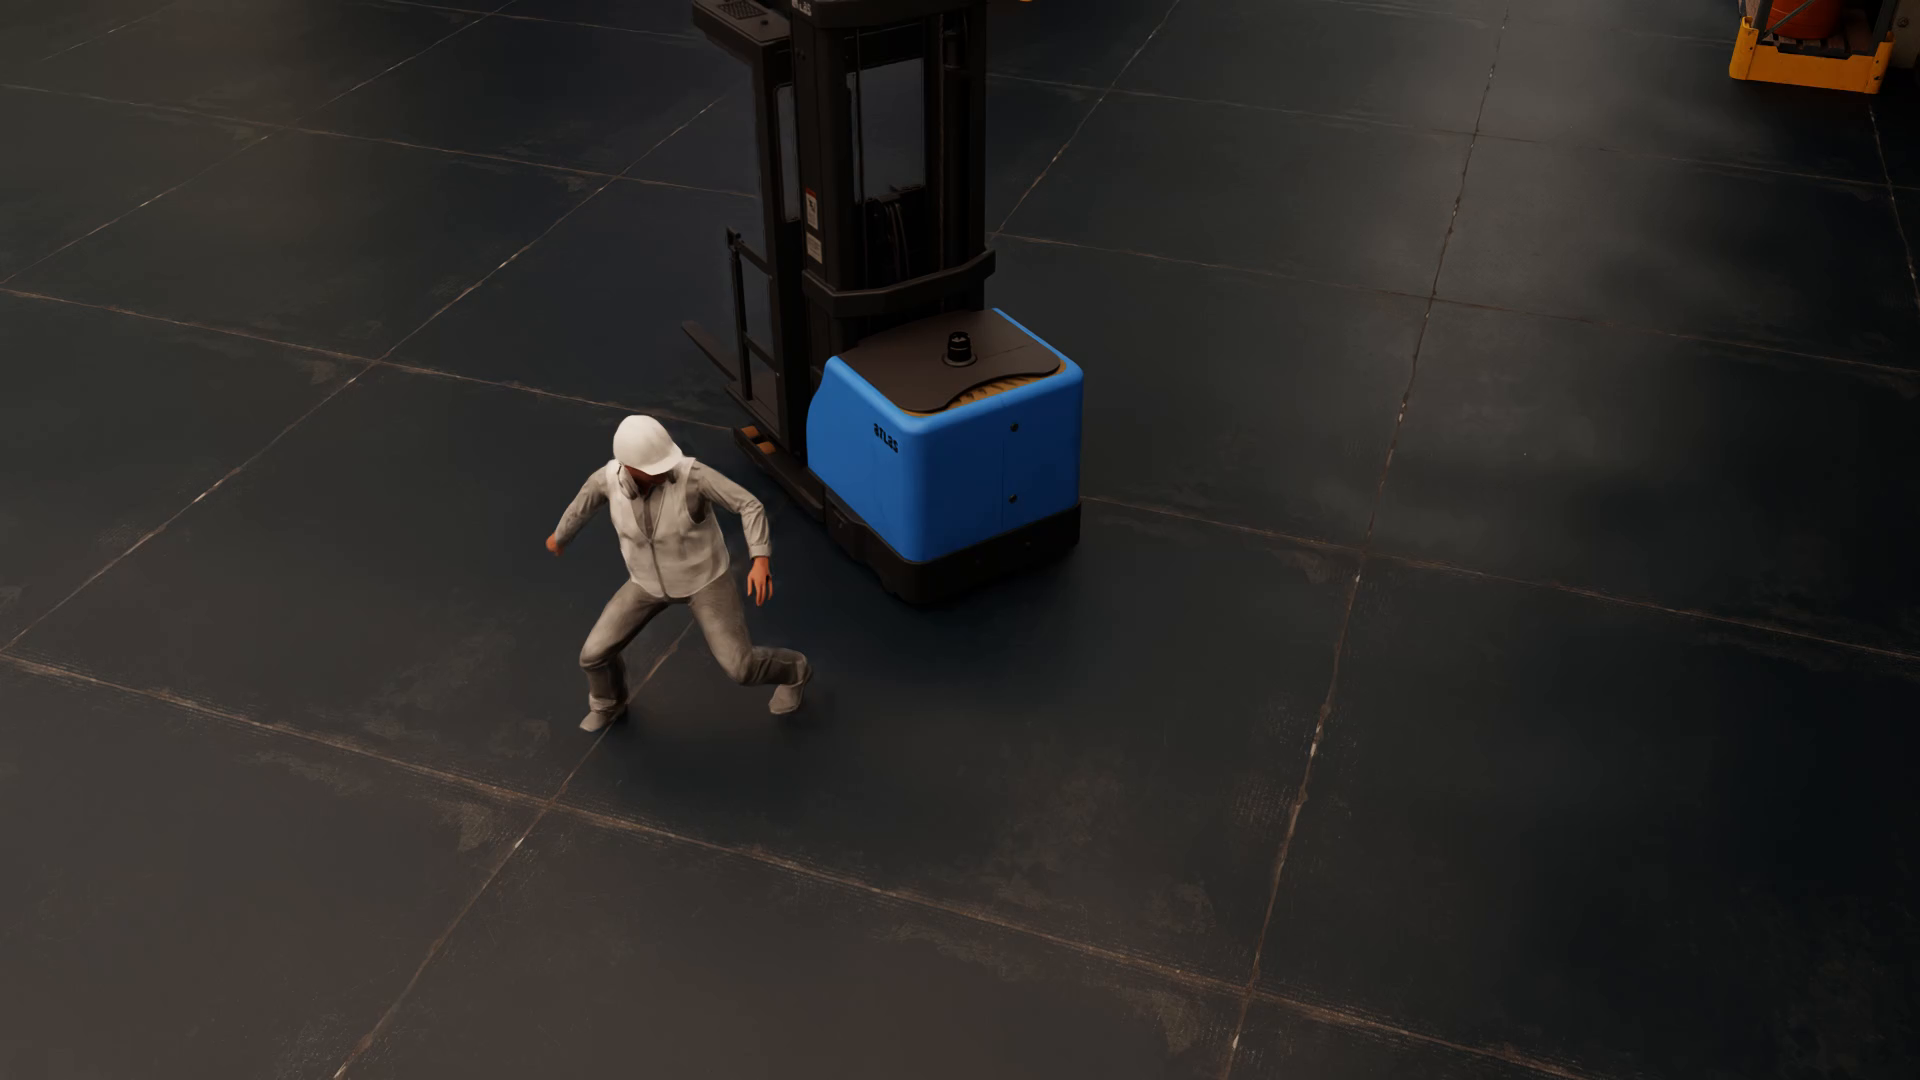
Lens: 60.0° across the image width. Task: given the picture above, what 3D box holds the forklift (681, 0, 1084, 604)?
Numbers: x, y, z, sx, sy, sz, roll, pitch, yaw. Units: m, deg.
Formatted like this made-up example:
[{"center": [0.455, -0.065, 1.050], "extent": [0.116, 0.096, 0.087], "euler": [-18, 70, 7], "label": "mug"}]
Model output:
[{"center": [-0.604, -1.705, 8.515], "extent": [1.130, 2.935, 3.031], "euler": [-20, 40, -26], "label": "forklift"}]

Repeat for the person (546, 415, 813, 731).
[{"center": [-1.281, 0.162, 7.087], "extent": [1.162, 1.679, 0.526], "euler": [8, 36, 11], "label": "person"}]
